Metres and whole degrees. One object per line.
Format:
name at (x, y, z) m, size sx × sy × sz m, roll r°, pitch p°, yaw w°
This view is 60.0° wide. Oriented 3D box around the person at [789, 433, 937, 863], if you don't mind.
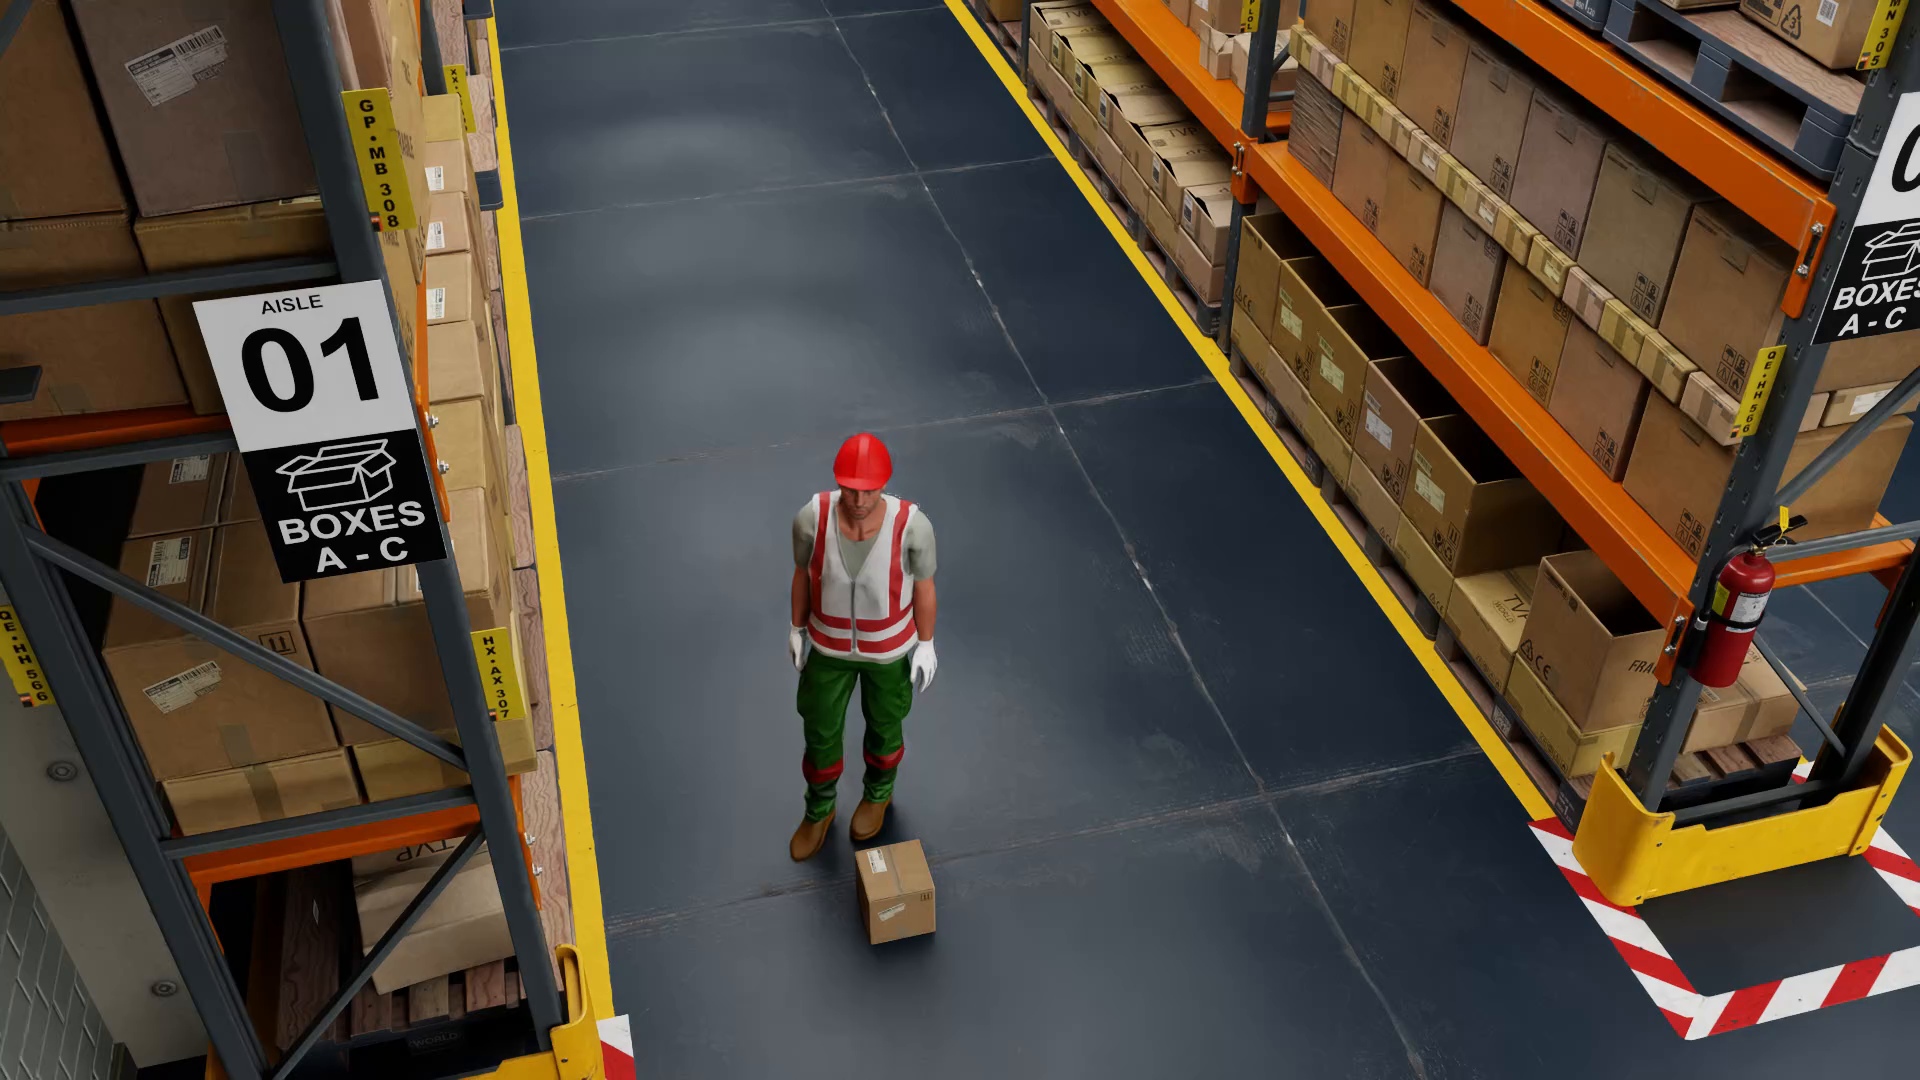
person at (-0.376, 0.429, 6.135) m, size 0.575 × 1.819 × 0.475 m, roll 4°, pitch 38°, yaw 5°
